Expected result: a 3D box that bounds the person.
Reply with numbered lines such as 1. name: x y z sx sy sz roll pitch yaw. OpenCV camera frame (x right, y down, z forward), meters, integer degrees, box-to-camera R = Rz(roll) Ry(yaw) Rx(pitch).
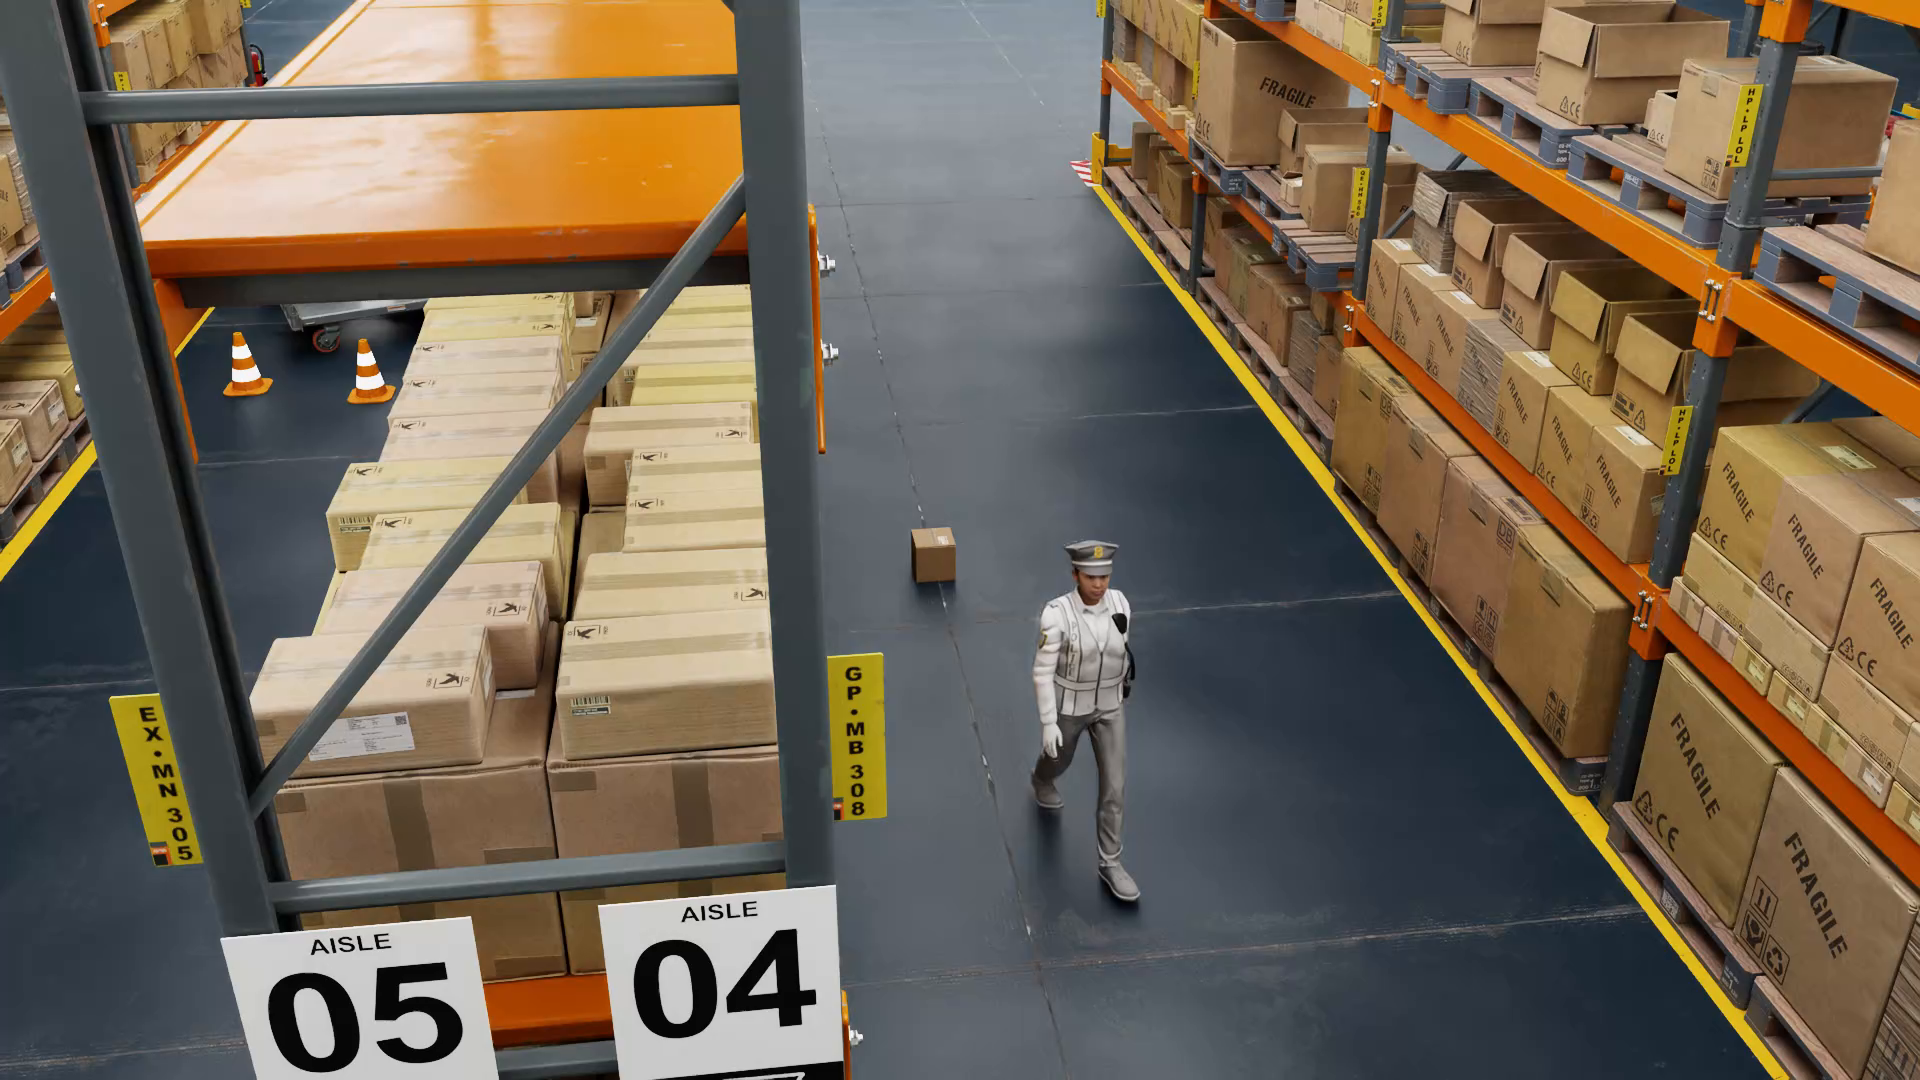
1. person: 0.566 0.741 7.611 0.505 1.641 0.971 -8 28 -14
